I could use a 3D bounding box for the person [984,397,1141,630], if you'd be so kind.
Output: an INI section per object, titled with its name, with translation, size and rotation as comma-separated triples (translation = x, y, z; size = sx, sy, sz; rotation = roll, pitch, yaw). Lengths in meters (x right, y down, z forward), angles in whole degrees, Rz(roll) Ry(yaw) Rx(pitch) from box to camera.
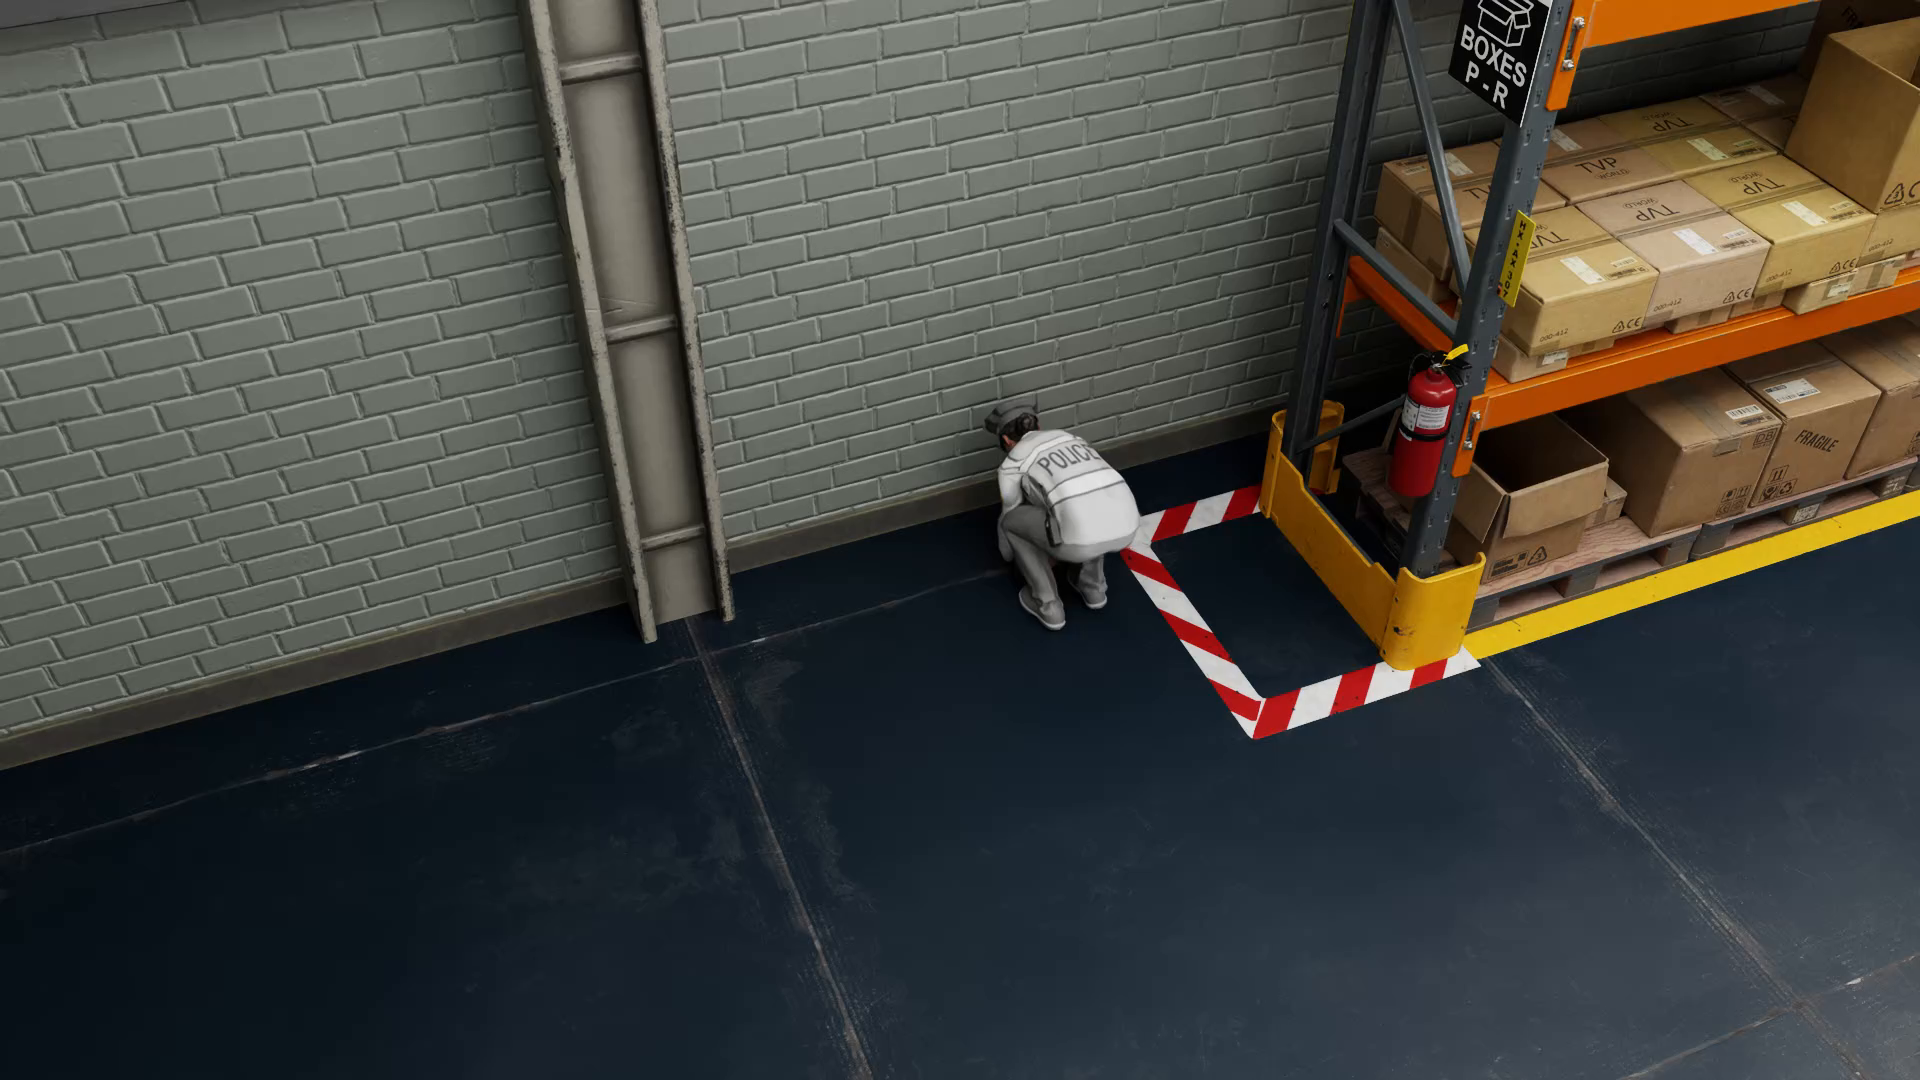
[person]
translation = 0.393, -0.100, 6.957
size = 0.455, 0.778, 0.913
rotation = -17, 45, -18
